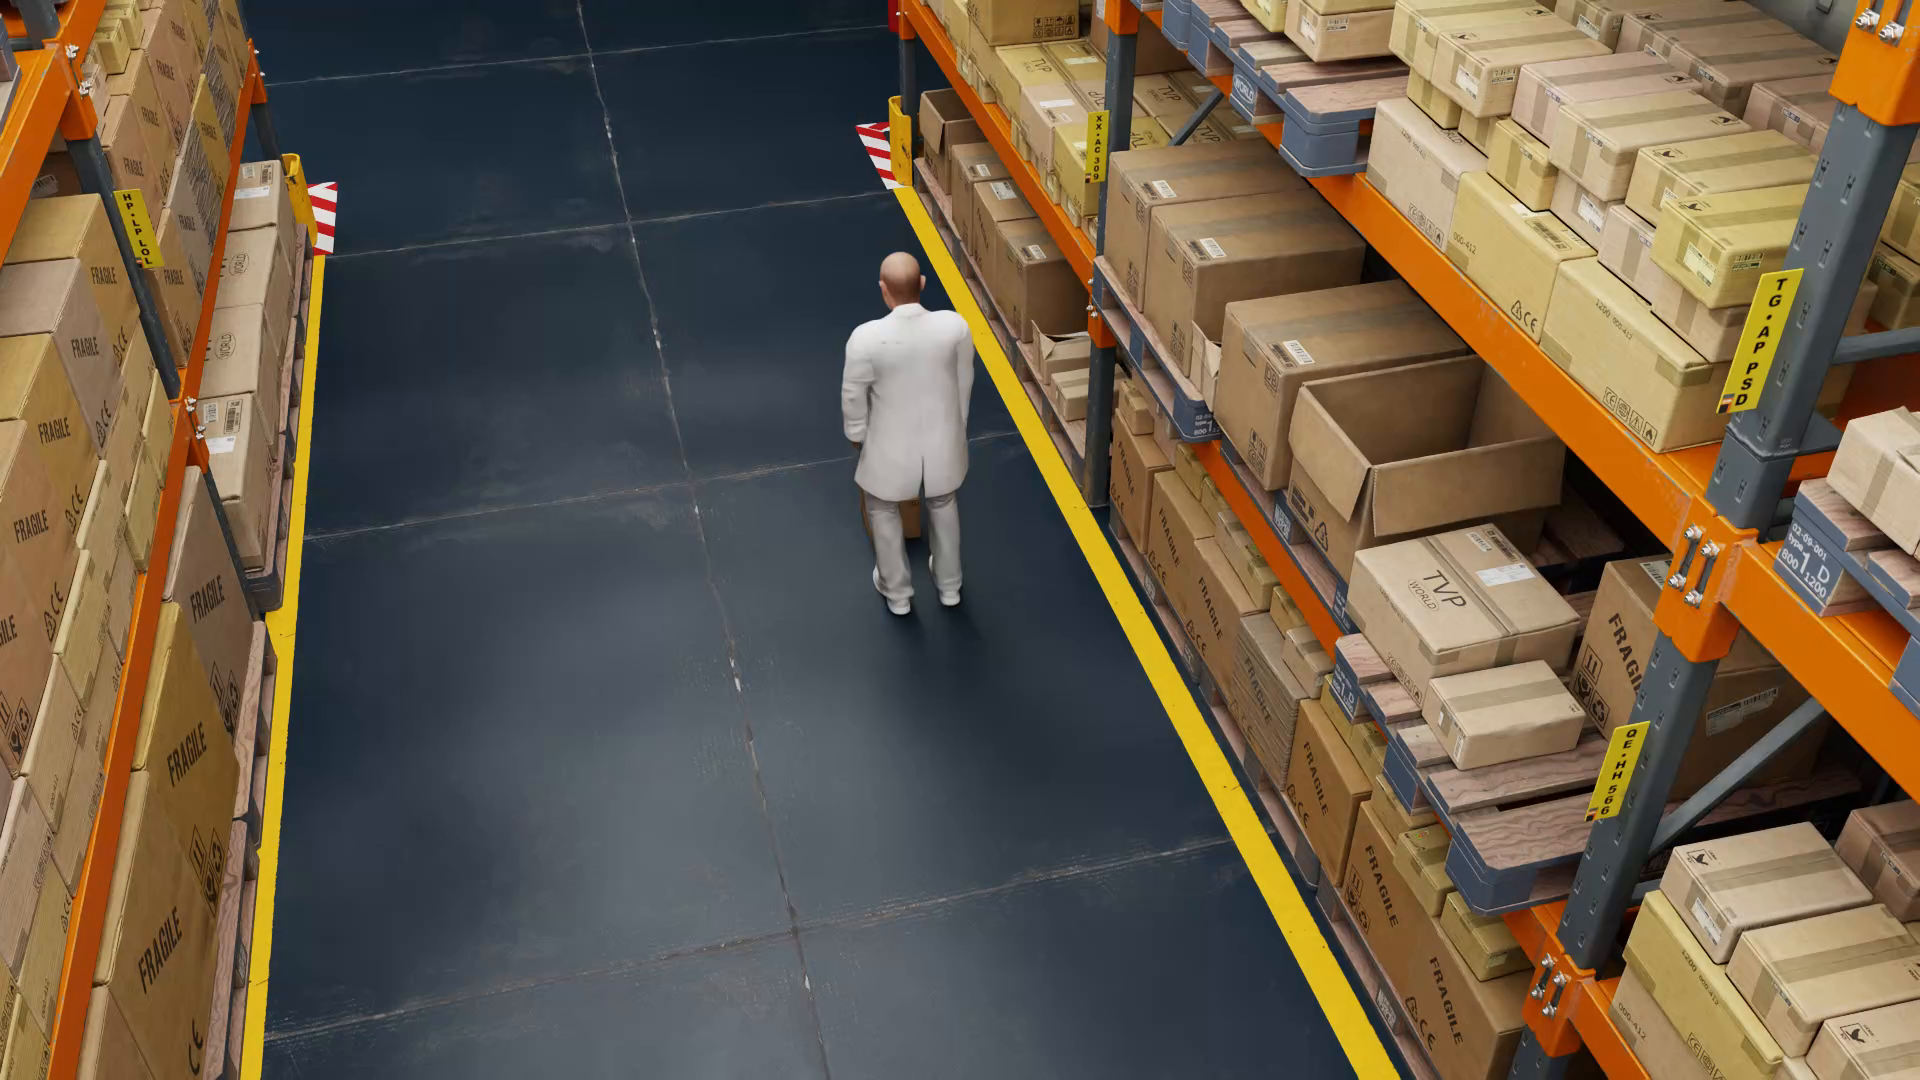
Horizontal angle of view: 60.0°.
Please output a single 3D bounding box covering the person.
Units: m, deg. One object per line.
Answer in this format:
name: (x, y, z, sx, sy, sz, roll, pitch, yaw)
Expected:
person: (-0.229, -0.450, 7.353, 0.583, 1.738, 0.403, -8, 38, -11)
